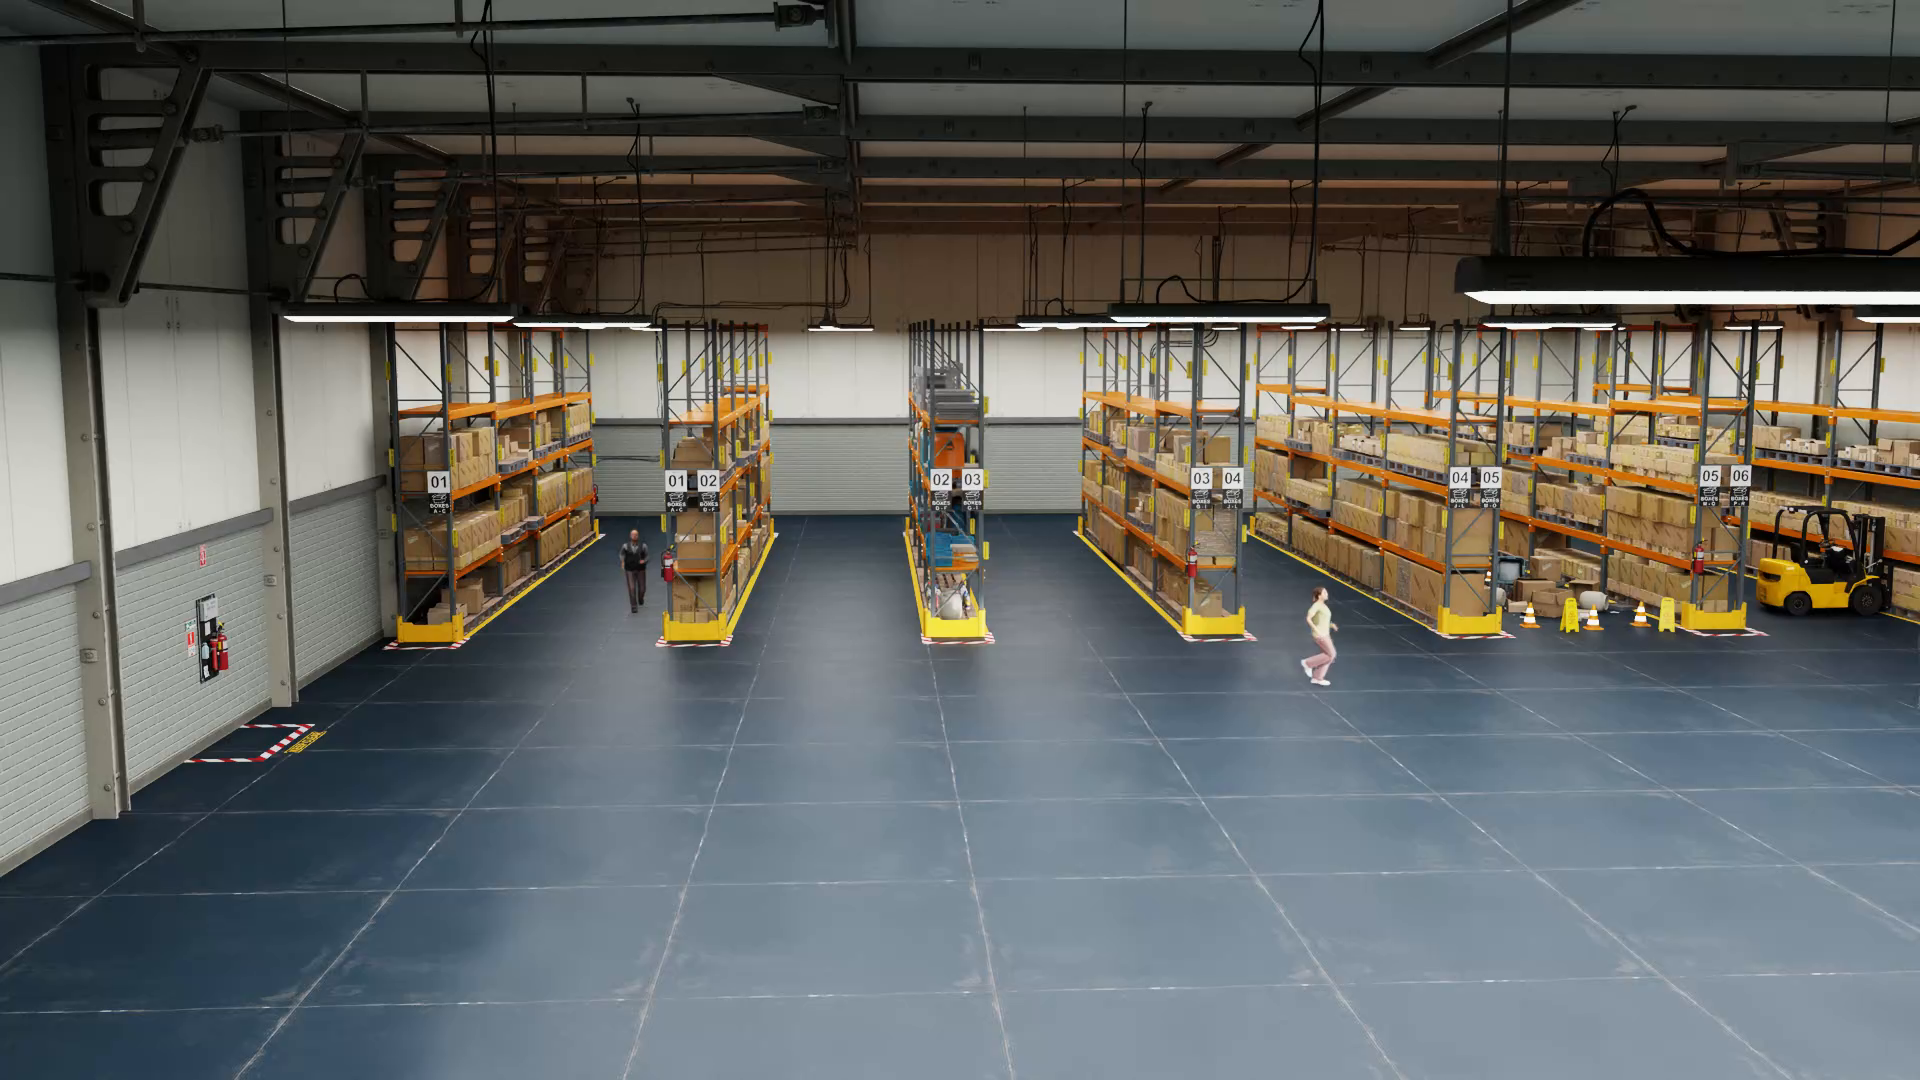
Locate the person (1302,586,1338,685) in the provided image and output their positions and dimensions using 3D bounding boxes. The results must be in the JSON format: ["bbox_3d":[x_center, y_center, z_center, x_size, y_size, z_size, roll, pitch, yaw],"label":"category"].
[{"bbox_3d":[5.911,1.565,27.275,0.551,1.626,0.587,3,8,25],"label":"person"}]

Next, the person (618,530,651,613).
[{"bbox_3d":[-6.723,0.644,34.398,0.668,1.689,0.783,-1,7,-11],"label":"person"}]
